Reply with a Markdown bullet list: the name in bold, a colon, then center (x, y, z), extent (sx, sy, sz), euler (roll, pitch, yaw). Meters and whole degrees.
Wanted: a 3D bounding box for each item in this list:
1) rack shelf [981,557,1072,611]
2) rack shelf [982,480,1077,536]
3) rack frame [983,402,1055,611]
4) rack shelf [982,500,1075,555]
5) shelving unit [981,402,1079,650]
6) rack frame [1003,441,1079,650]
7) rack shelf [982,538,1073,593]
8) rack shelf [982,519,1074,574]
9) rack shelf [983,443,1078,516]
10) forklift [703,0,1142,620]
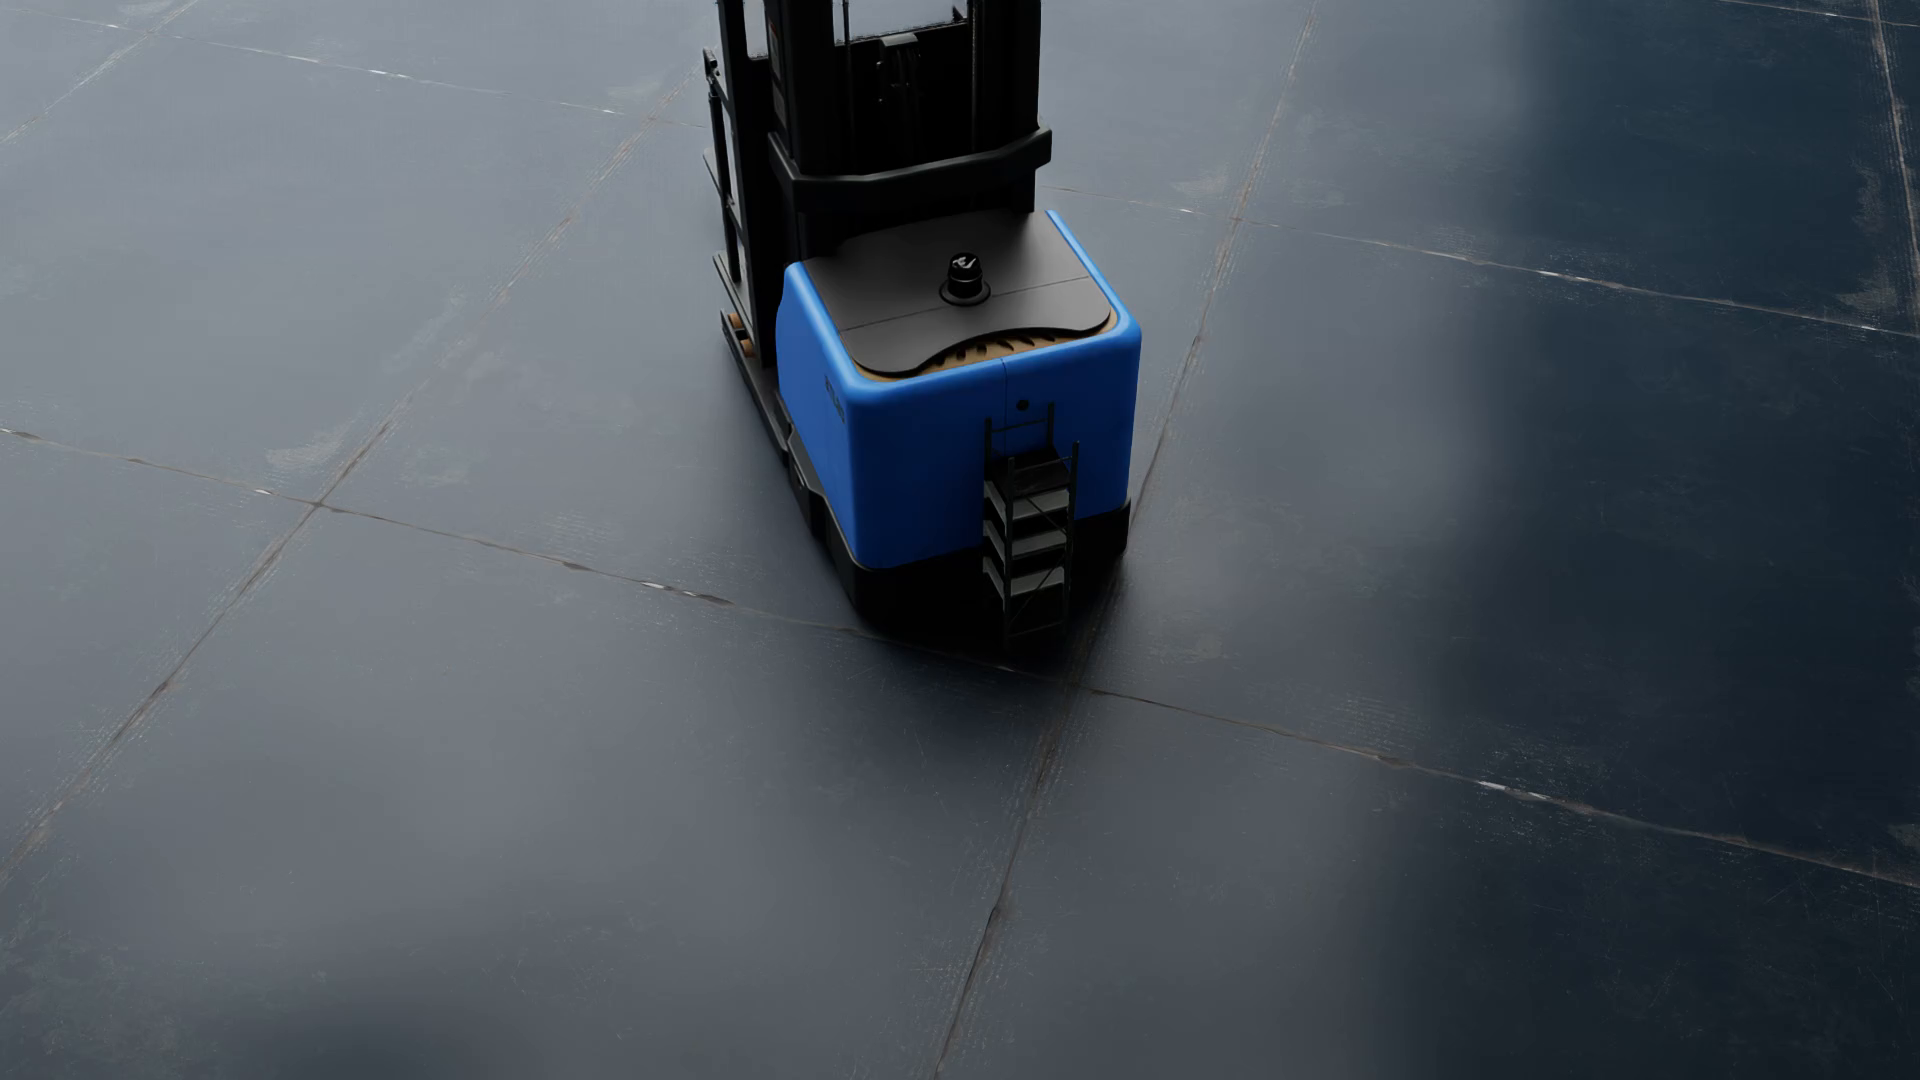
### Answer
- **rack shelf**: center (0.230, 0.122, 5.787), extent (0.258, 0.077, 0.200), euler (-14, 46, -14)
- **rack shelf**: center (0.230, -0.135, 5.535), extent (0.258, 0.077, 0.200), euler (-14, 46, -14)
- **rack frame**: center (0.195, -0.097, 5.706), extent (0.240, 0.900, 0.006), euler (-14, 46, -14)
- **rack shelf**: center (0.230, -0.071, 5.598), extent (0.258, 0.077, 0.200), euler (-14, 46, -14)
- **shelving unit**: center (0.230, -0.030, 5.637), extent (0.258, 0.900, 0.210), euler (-14, 46, -14)
- **rack frame**: center (0.265, 0.037, 5.569), extent (0.240, 0.900, 0.006), euler (-14, 46, -14)
- **rack shelf**: center (0.230, 0.058, 5.724), extent (0.258, 0.077, 0.200), euler (-14, 46, -14)
- **rack shelf**: center (0.230, -0.006, 5.661), extent (0.258, 0.077, 0.200), euler (-14, 46, -14)
- **rack shelf**: center (0.230, -0.199, 5.472), extent (0.258, 0.077, 0.200), euler (-14, 46, -14)
- **forklift**: center (-0.367, -1.814, 6.008), extent (1.130, 2.935, 3.031), euler (-14, 46, -14)
